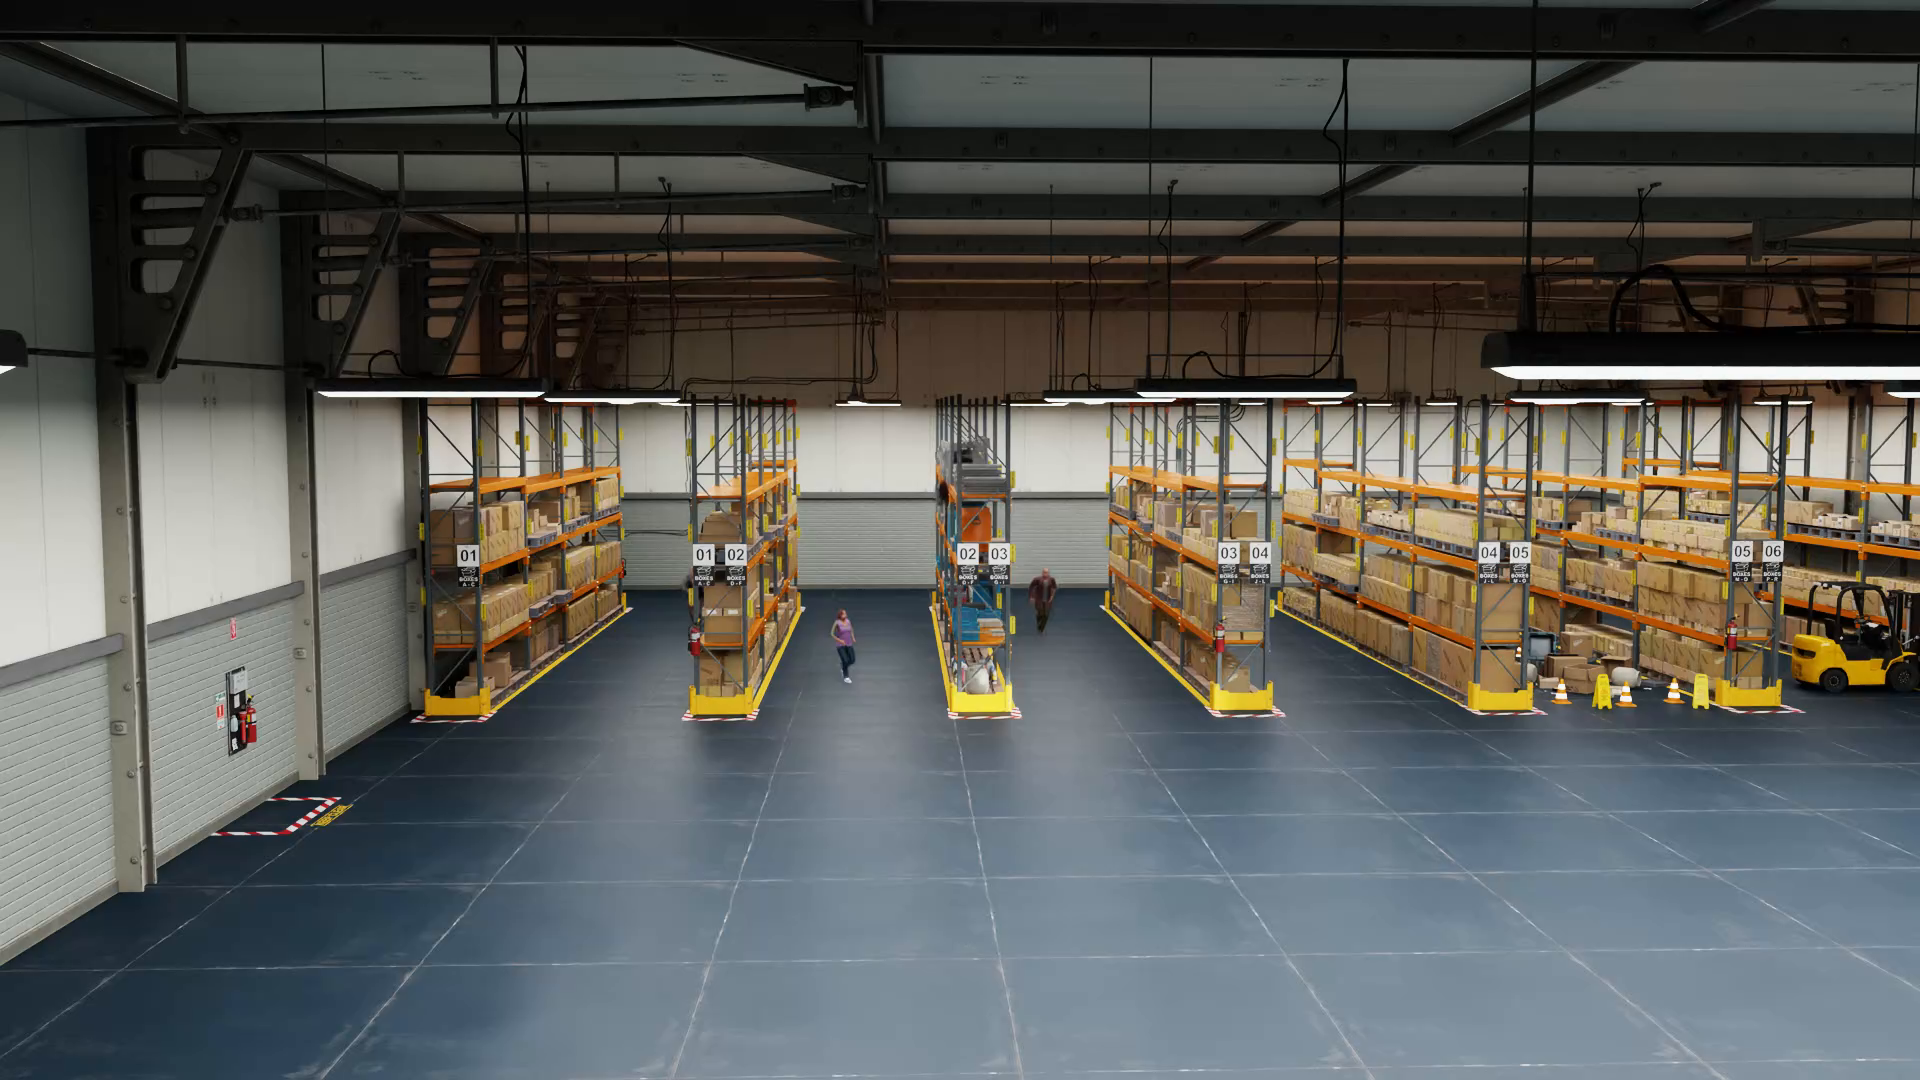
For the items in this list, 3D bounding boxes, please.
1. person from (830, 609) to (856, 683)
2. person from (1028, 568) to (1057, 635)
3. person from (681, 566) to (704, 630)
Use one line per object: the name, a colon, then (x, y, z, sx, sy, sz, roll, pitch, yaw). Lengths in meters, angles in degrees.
person: (-2.465, 2.213, 34.809, 0.564, 1.552, 0.507, -3, 5, -32)
person: (2.102, 1.546, 42.304, 0.708, 1.712, 0.713, -1, 5, -18)
person: (-6.766, 1.541, 42.310, 0.605, 1.775, 0.833, 0, 5, 4)
